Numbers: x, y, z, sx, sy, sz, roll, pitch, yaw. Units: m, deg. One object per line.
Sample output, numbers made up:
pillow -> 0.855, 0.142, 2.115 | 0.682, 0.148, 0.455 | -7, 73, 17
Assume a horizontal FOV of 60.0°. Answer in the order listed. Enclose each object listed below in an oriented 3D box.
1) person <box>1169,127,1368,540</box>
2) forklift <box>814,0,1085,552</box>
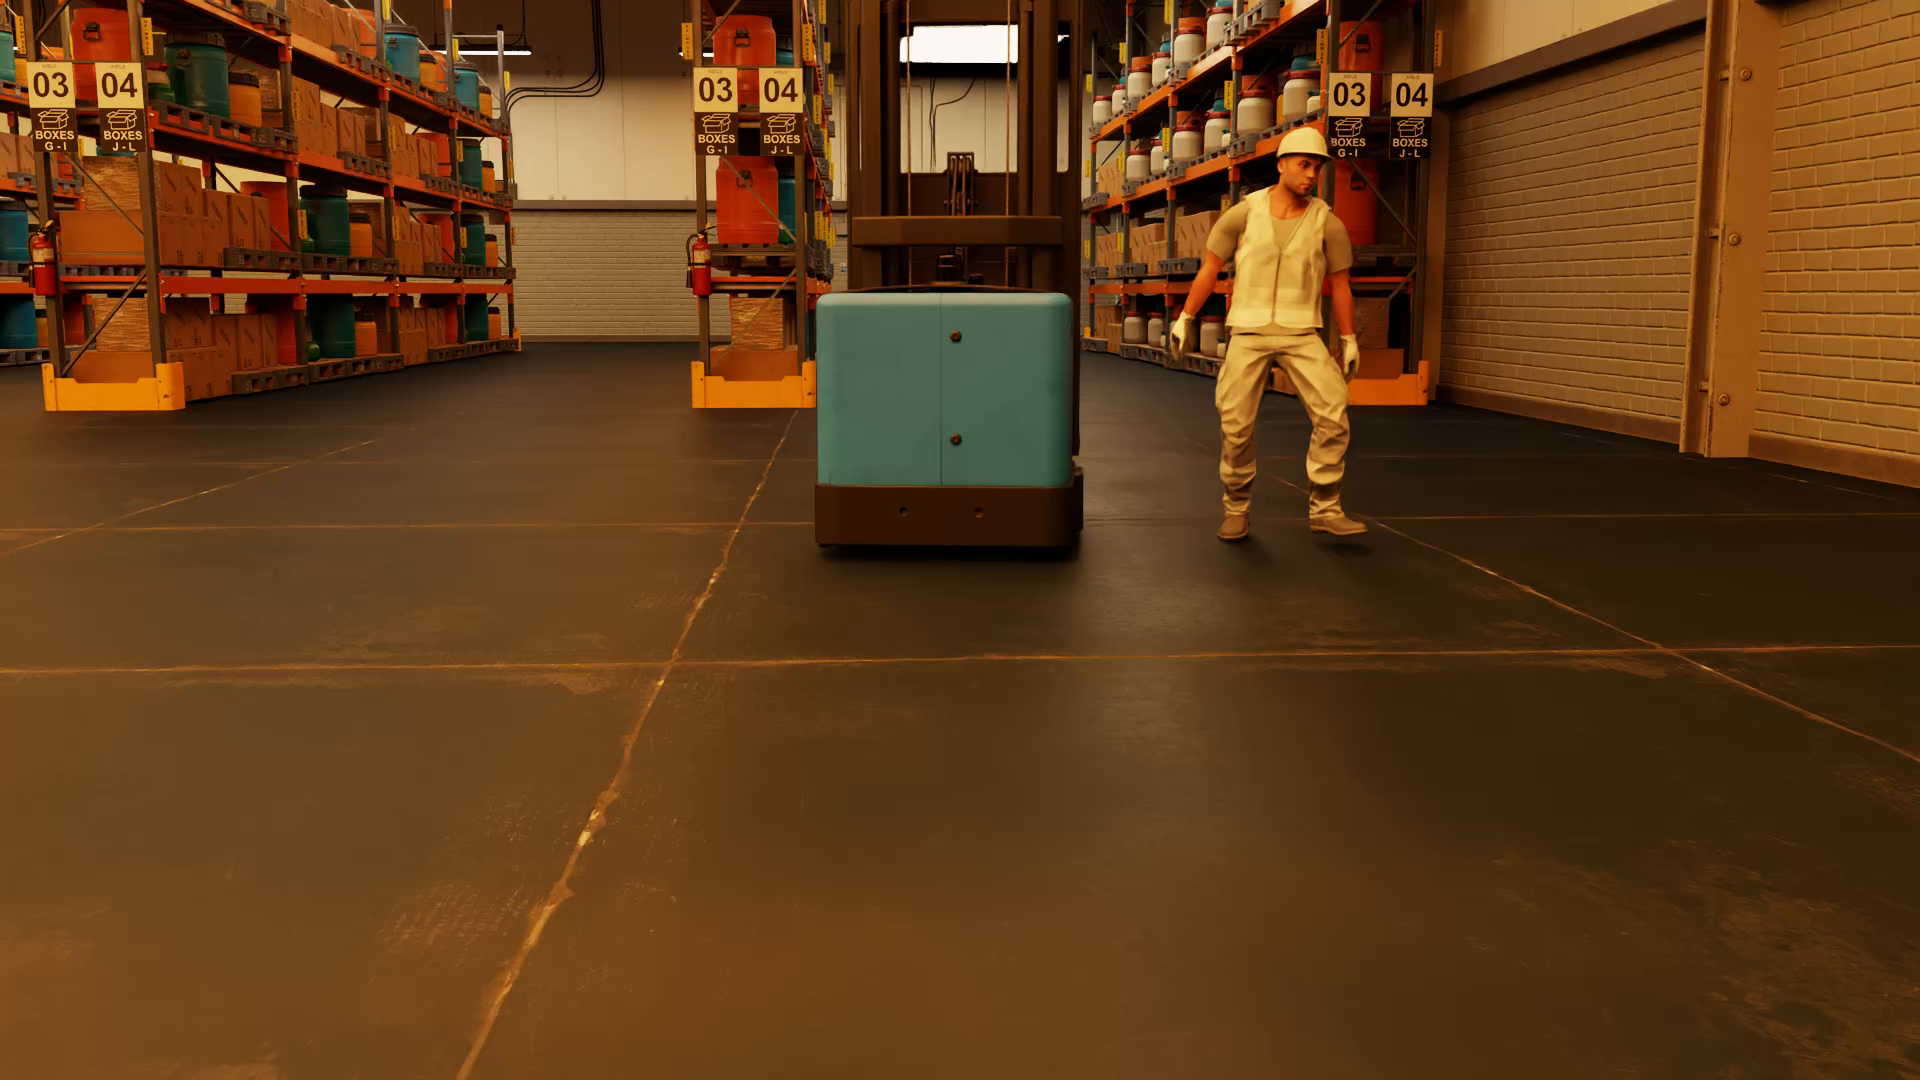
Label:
person -> 1.329, -0.866, 7.133 | 0.866, 1.745, 0.469 | 2, 9, 11
forklift -> 0.039, -1.577, 7.951 | 1.130, 2.935, 3.031 | 1, 8, 4
